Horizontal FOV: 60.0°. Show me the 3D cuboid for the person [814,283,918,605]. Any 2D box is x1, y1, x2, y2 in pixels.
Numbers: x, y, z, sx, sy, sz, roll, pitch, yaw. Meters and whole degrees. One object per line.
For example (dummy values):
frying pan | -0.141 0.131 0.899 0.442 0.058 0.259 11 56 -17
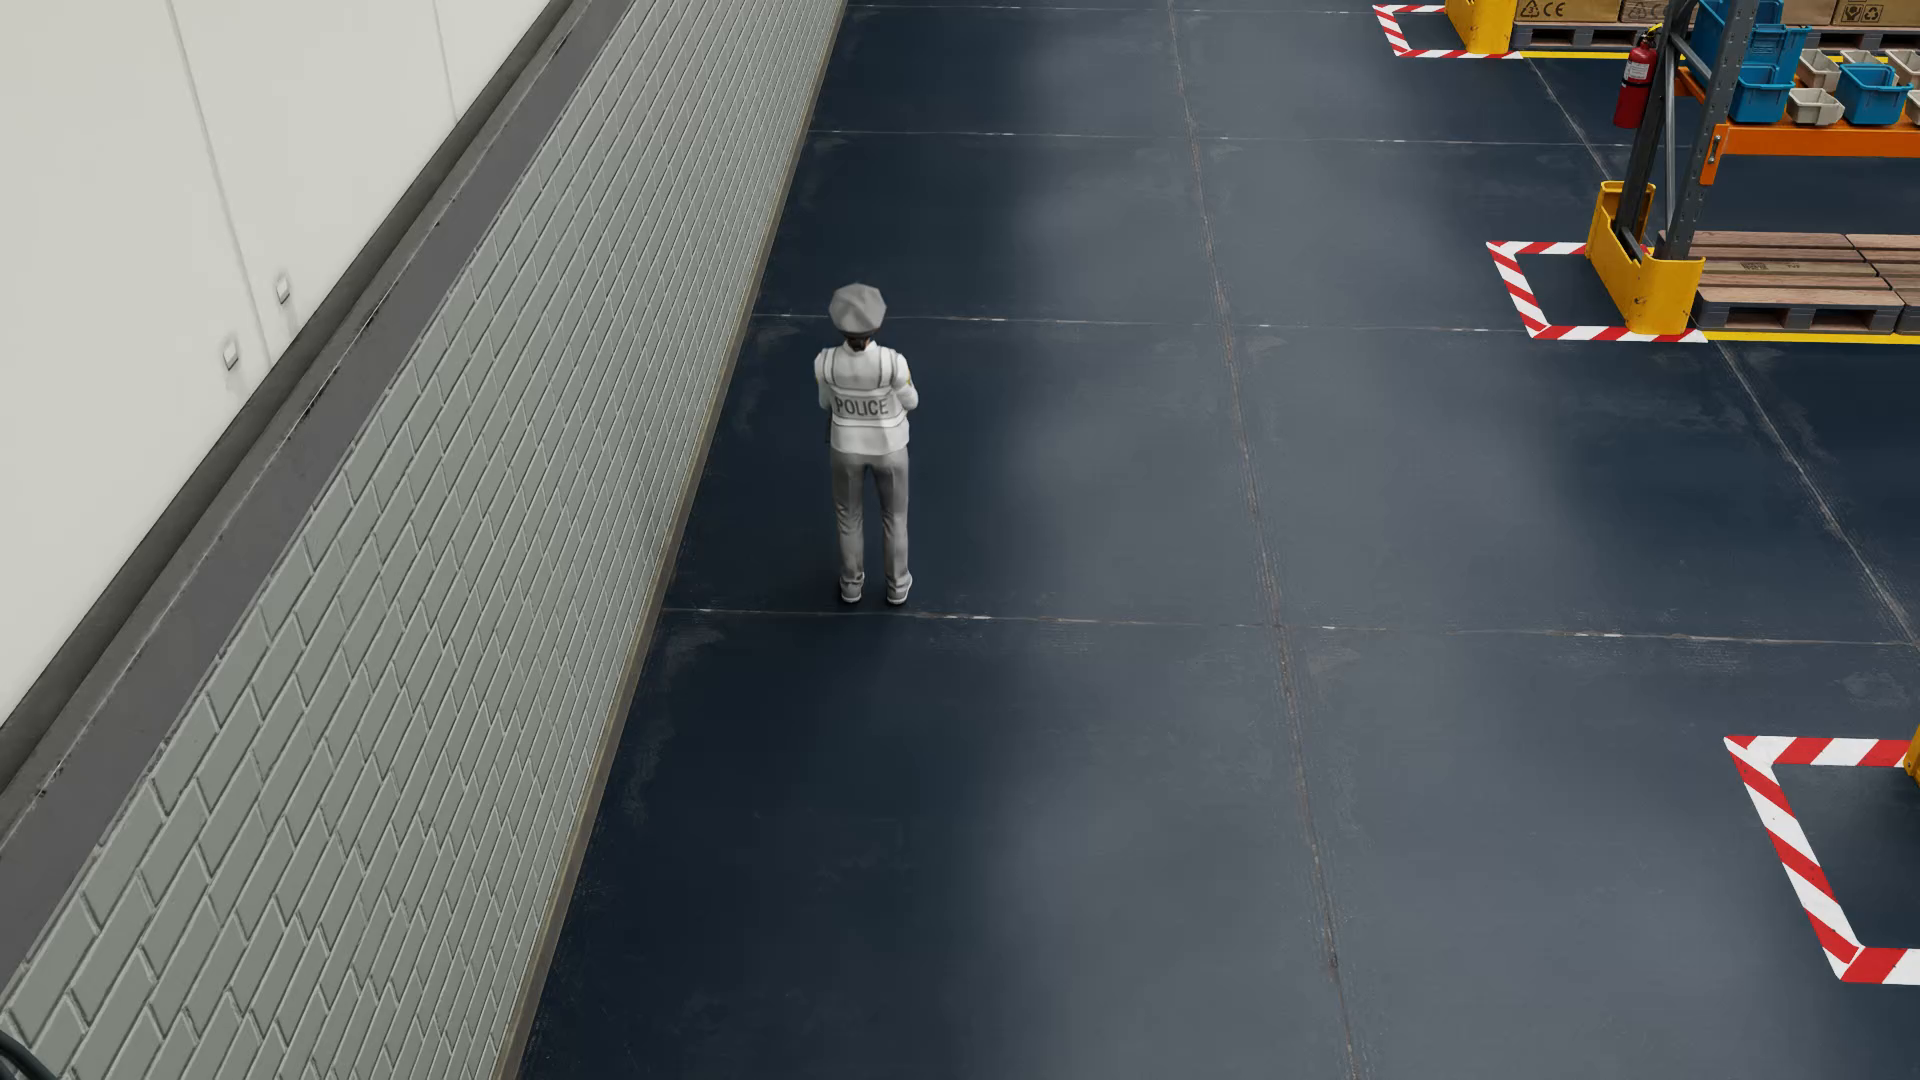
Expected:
person | -0.419 -0.468 7.741 0.459 1.686 0.562 2 36 3
